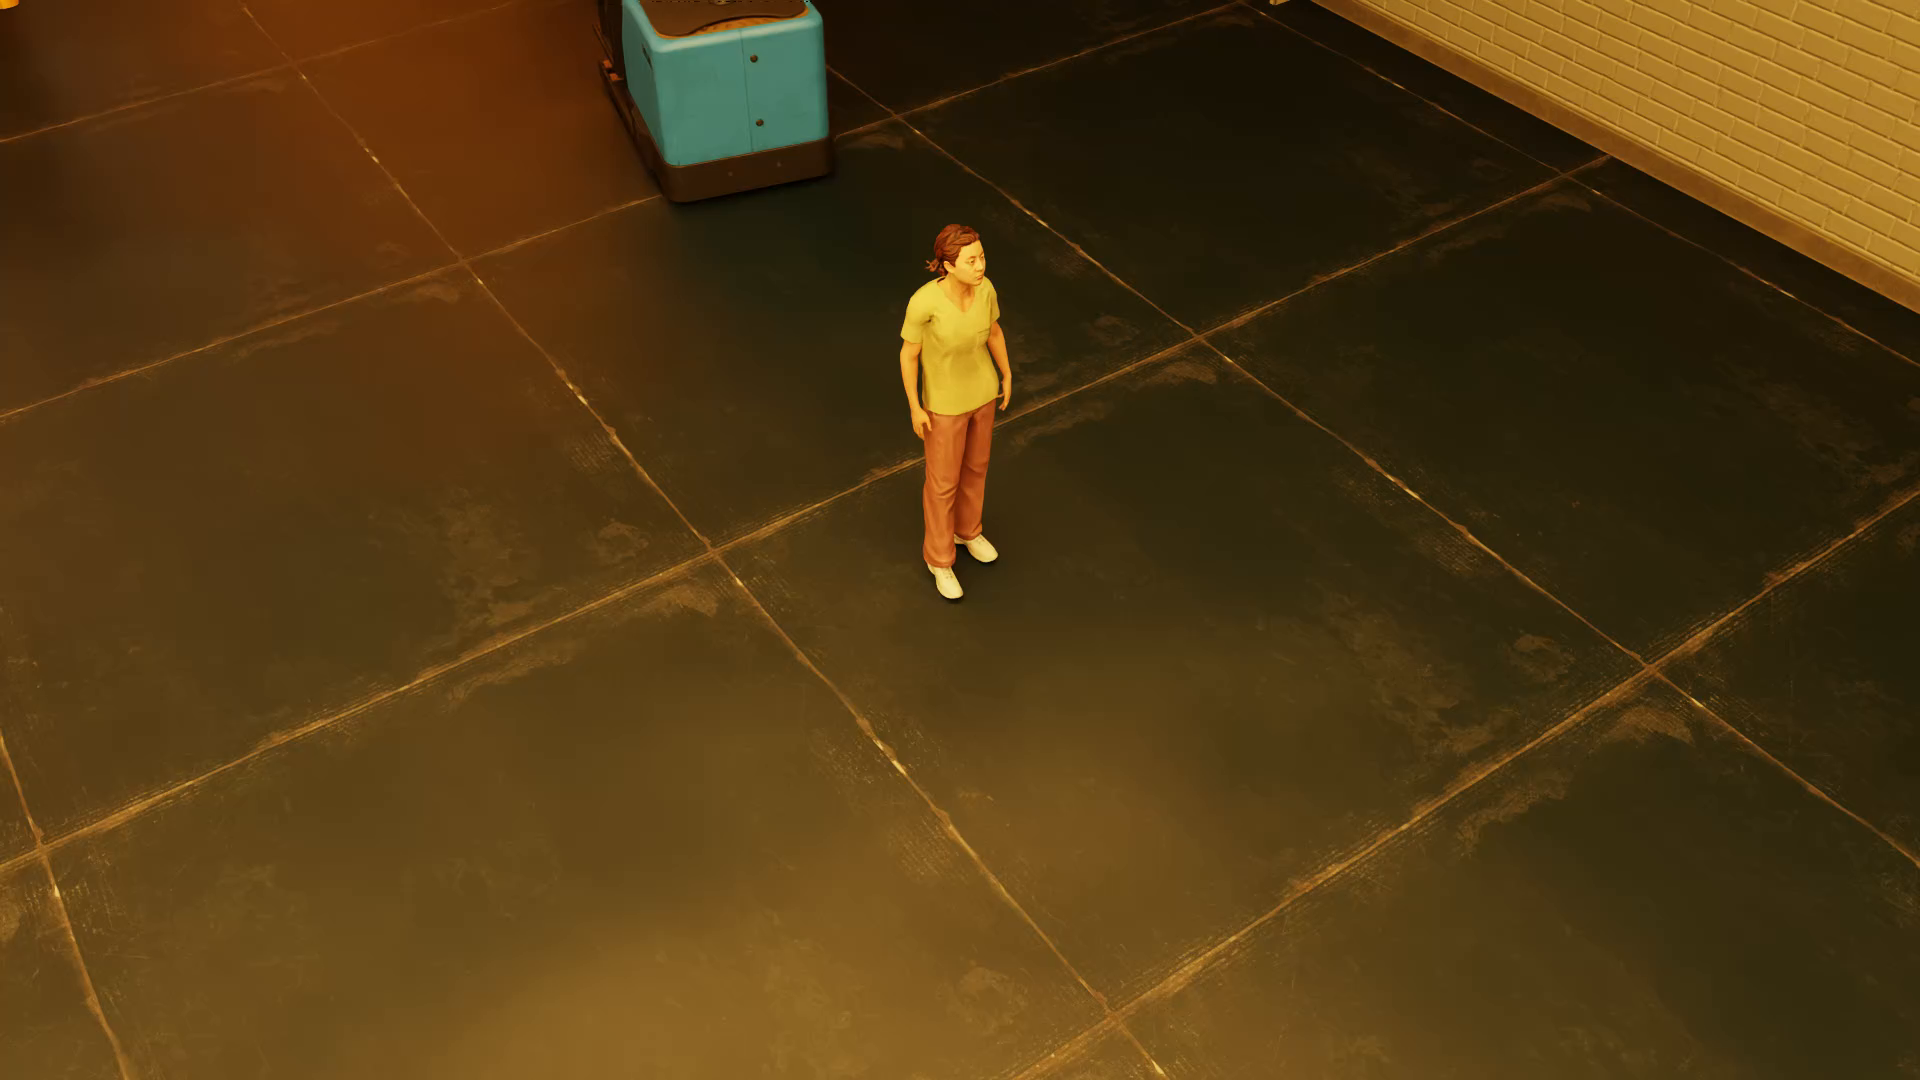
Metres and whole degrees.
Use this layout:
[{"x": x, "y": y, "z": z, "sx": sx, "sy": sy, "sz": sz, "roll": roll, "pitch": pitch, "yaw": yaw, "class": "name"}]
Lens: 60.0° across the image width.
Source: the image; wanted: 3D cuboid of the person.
[{"x": 0.033, "y": -0.572, "z": 7.259, "sx": 0.553, "sy": 1.663, "sz": 0.548, "roll": -25, "pitch": 48, "yaw": -25, "class": "person"}]

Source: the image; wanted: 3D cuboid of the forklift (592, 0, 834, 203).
[{"x": -1.785, "y": -4.110, "z": 10.176, "sx": 1.130, "sy": 2.935, "sz": 3.031, "roll": -15, "pitch": 45, "yaw": -16, "class": "forklift"}]
